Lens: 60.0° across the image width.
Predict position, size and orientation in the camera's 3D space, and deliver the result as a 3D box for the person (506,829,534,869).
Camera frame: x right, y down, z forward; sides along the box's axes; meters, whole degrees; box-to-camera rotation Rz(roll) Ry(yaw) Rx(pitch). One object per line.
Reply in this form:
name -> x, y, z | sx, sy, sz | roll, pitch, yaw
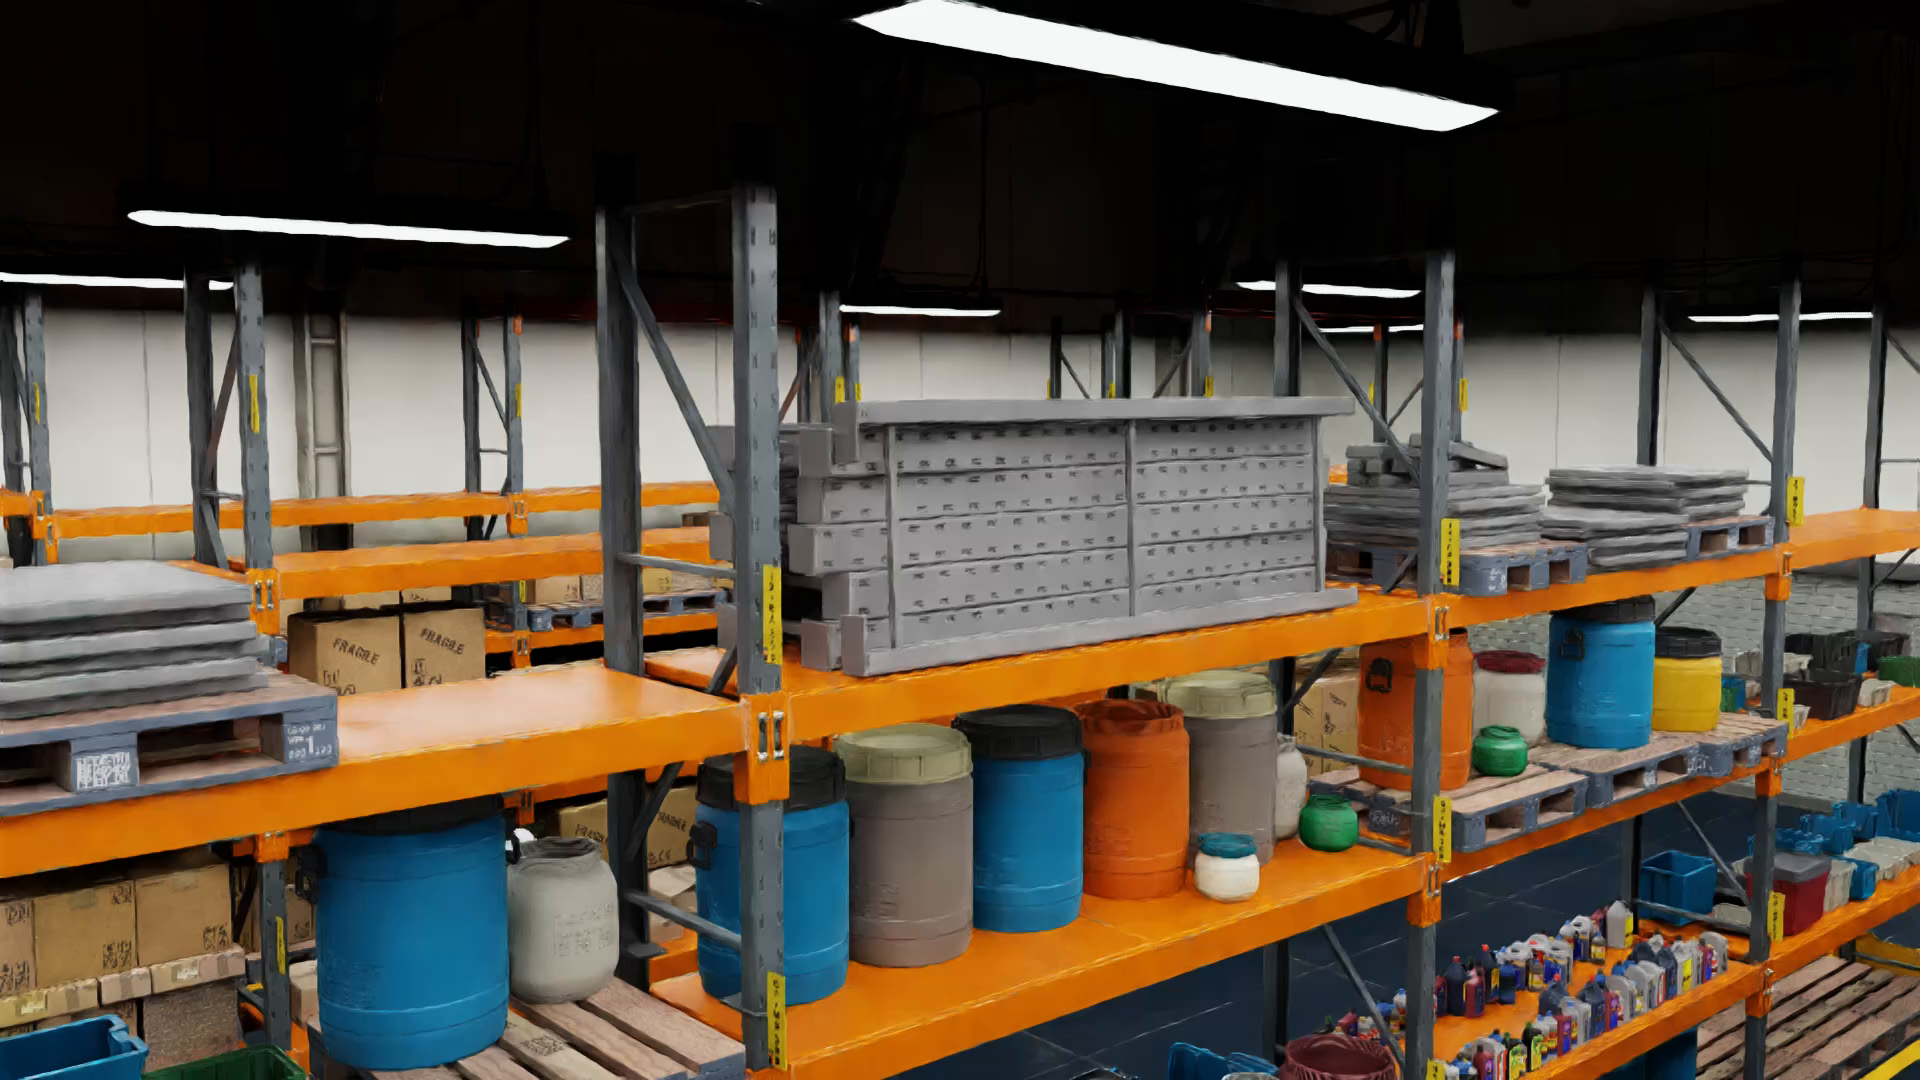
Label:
person -> -3.325, 3.085, 13.004 | 0.574, 1.726, 0.677 | -5, 7, -43
